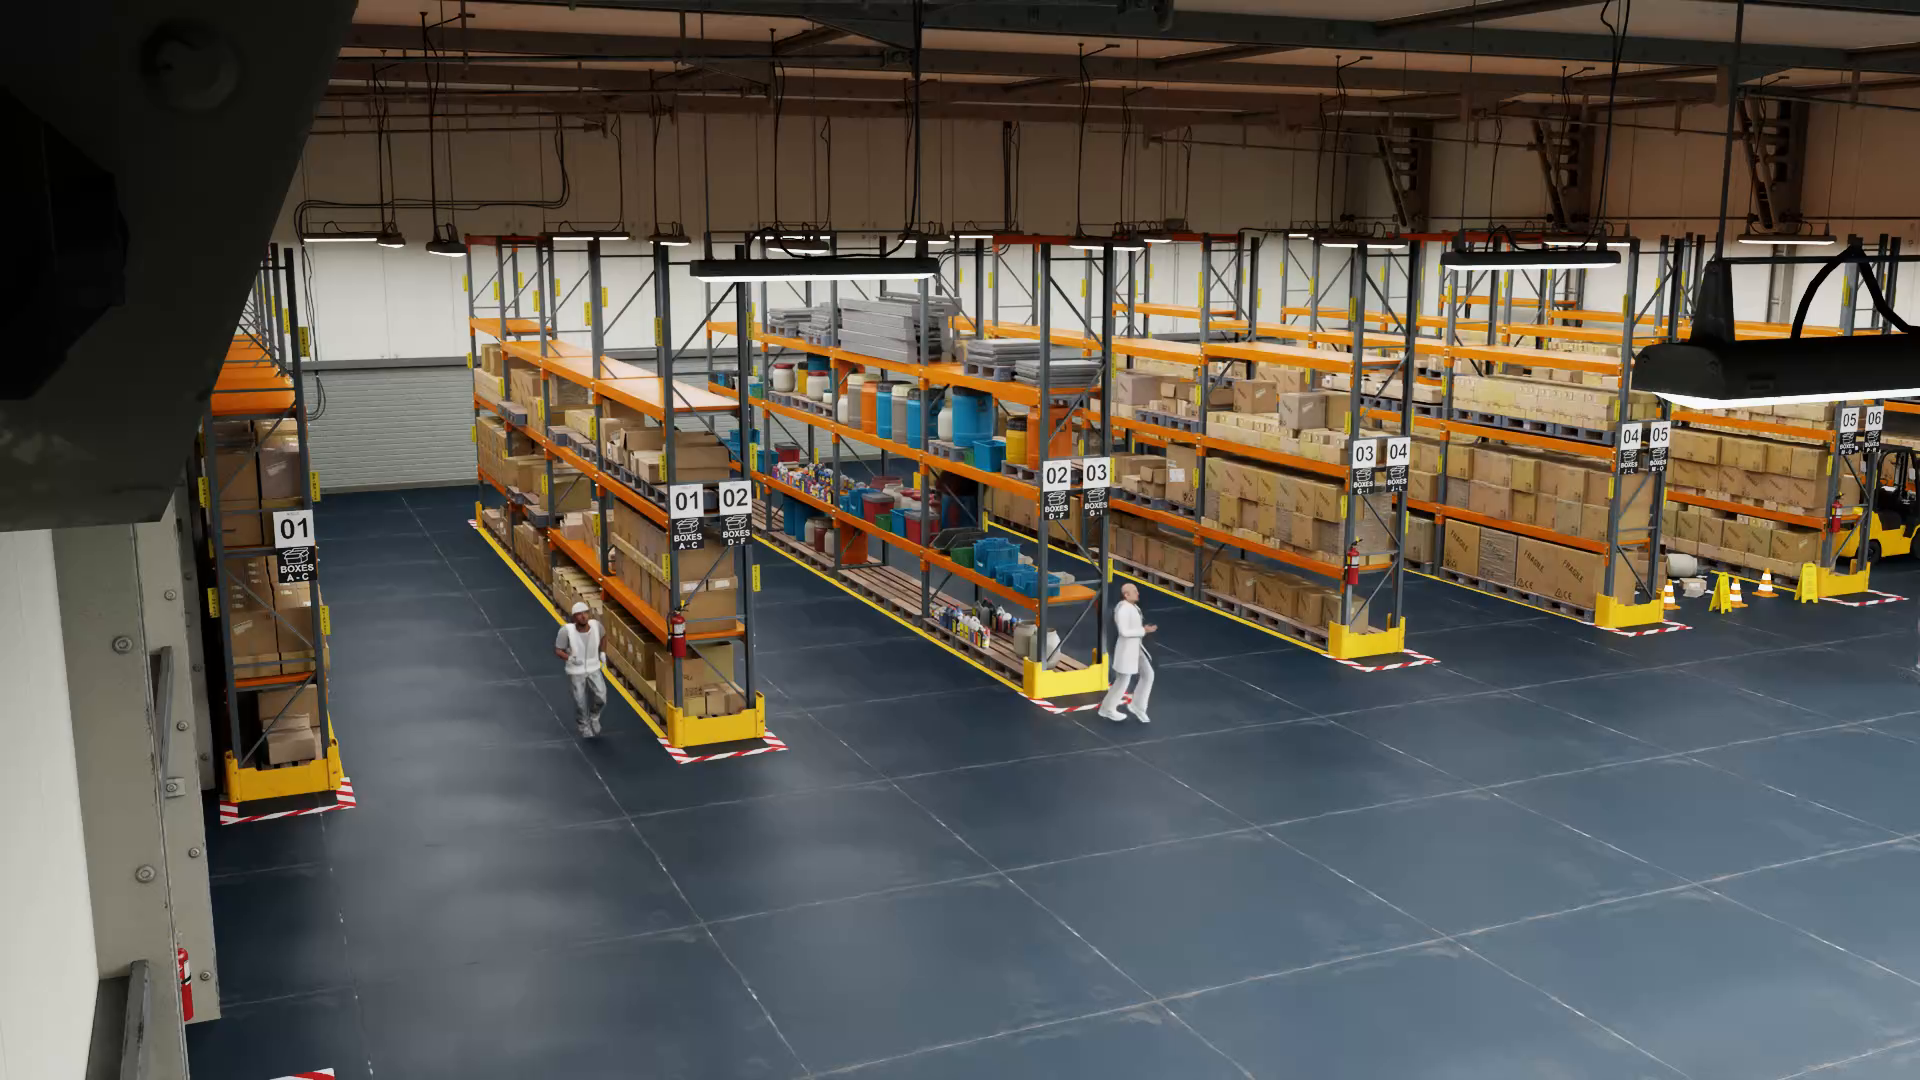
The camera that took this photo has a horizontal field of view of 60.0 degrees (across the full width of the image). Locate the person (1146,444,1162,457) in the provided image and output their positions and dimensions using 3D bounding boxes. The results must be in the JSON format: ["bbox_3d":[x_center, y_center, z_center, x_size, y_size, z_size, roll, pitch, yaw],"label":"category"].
[{"bbox_3d":[4.862,-2.487,41.573,0.678,1.736,0.676,5,12,25],"label":"person"}]

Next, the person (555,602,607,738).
[{"bbox_3d":[-4.568,1.600,20.252,0.682,1.734,0.630,-5,12,-26],"label":"person"}]

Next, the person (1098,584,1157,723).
[{"bbox_3d":[2.137,1.459,21.005,0.750,1.853,0.705,4,12,21],"label":"person"}]
